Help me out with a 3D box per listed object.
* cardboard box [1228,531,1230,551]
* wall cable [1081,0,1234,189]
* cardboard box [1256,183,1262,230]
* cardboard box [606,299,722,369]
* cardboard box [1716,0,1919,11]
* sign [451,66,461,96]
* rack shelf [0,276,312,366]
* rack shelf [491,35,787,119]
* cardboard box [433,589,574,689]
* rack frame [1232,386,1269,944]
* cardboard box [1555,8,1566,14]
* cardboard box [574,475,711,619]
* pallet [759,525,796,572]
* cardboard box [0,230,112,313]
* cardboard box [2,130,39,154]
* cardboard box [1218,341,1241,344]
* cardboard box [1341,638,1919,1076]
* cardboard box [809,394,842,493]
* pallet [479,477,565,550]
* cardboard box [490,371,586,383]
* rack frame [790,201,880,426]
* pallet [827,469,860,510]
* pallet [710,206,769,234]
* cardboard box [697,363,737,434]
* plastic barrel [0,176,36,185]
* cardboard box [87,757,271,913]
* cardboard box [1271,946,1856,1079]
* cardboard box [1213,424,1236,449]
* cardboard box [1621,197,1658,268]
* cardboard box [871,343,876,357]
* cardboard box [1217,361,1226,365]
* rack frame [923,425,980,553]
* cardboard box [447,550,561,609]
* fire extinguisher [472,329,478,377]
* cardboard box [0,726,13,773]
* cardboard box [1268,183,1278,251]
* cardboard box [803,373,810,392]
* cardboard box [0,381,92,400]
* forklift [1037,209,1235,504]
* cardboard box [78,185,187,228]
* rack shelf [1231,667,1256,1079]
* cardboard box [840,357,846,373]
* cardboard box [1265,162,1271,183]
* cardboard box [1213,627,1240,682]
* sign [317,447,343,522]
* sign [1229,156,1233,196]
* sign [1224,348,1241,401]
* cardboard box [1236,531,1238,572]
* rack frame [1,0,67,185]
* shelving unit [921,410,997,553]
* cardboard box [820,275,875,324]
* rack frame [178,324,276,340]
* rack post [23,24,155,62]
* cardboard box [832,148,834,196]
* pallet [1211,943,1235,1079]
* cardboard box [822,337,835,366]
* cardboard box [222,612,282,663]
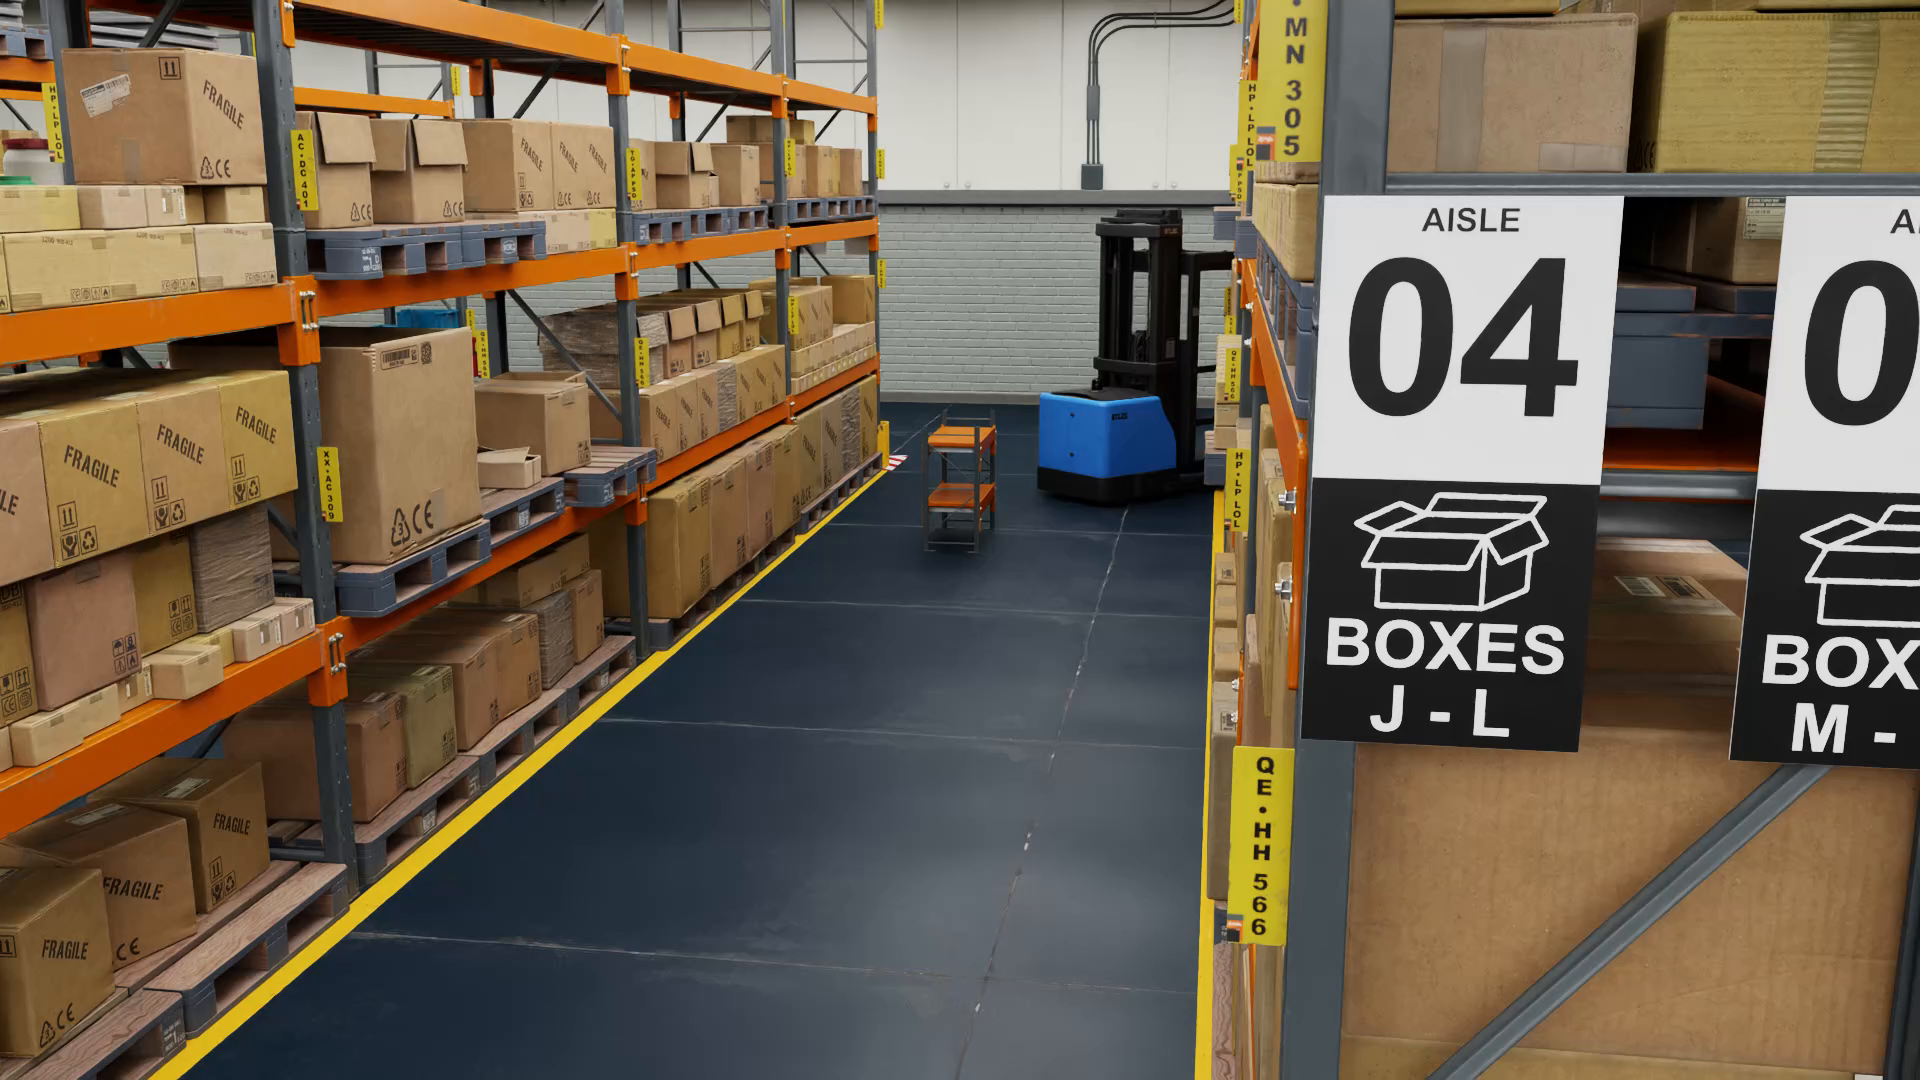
[{"bbox_3d":[2.149,-0.090,11.704,0.500,0.250,0.500,2,12,9],"label":"cardboard box"},{"bbox_3d":[2.856,-7.901,22.918,2.277,5.999,0.120,2,12,9],"label":"wall cable"},{"bbox_3d":[1.113,-1.026,5.132,0.380,0.149,0.250,2,12,8],"label":"cardboard box"},{"bbox_3d":[-2.321,-1.632,13.083,0.797,0.503,0.637,2,12,10],"label":"cardboard box"},{"bbox_3d":[1.372,-0.865,2.493,0.380,0.149,0.250,2,12,9],"label":"cardboard box"},{"bbox_3d":[-5.767,-5.252,19.024,0.100,0.325,0.005,2,12,9],"label":"sign"},{"bbox_3d":[-3.572,-0.531,5.182,1.077,0.370,4.000,2,12,9],"label":"rack shelf"},{"bbox_3d":[-2.342,-3.467,12.635,1.077,0.370,4.000,2,12,9],"label":"rack shelf"},{"bbox_3d":[-2.805,0.597,10.247,0.700,0.500,0.500,1,12,4],"label":"cardboard box"},{"bbox_3d":[1.621,0.349,6.510,1.000,3.000,0.127,2,12,9],"label":"rack frame"},{"bbox_3d":[1.607,-1.183,3.968,0.380,0.149,0.250,2,12,9],"label":"cardboard box"},{"bbox_3d":[-2.523,0.025,12.061,1.225,0.875,0.875,1,12,6],"label":"cardboard box"},{"bbox_3d":[-2.078,0.028,14.618,1.003,0.211,1.213,2,12,9],"label":"pallet"},{"bbox_3d":[-3.240,-0.908,5.578,0.500,0.250,0.500,2,12,8],"label":"cardboard box"},{"bbox_3d":[-11.270,-4.549,19.507,0.700,0.500,0.500,2,12,9],"label":"cardboard box"},{"bbox_3d":[2.257,-1.511,13.329,0.380,0.149,0.250,2,12,9],"label":"cardboard box"},{"bbox_3d":[1.101,0.505,2.870,0.875,0.550,0.550,2,12,9],"label":"cardboard box"},{"bbox_3d":[-1.715,-0.987,16.756,0.875,0.875,0.875,2,12,9],"label":"cardboard box"},{"bbox_3d":[-2.913,-0.158,9.319,1.003,0.211,1.213,2,12,9],"label":"pallet"},{"bbox_3d":[-2.693,-0.806,10.635,0.500,0.500,0.500,0,12,2],"label":"cardboard box"},{"bbox_3d":[-1.419,-2.331,18.945,1.000,3.000,0.127,2,12,9],"label":"rack frame"},{"bbox_3d":[-1.655,-0.545,17.280,1.003,0.211,1.213,2,12,9],"label":"pallet"},{"bbox_3d":[-2.126,-2.678,13.892,0.805,0.209,1.217,1,12,6],"label":"pallet"},{"bbox_3d":[-2.074,-1.125,13.112,0.500,0.500,0.500,2,12,9],"label":"cardboard box"},{"bbox_3d":[-7.153,-2.635,12.607,0.294,0.245,0.294,0,12,0],"label":"plastic barrel"},{"bbox_3d":[-3.366,1.266,7.193,0.500,0.500,0.500,1,12,7],"label":"cardboard box"},{"bbox_3d":[1.018,1.030,2.996,0.875,0.550,0.550,2,12,9],"label":"cardboard box"},{"bbox_3d":[1.858,-0.684,10.902,0.380,0.149,0.250,2,12,10],"label":"cardboard box"},{"bbox_3d":[1.453,-0.582,3.074,0.380,0.149,0.250,2,12,9],"label":"cardboard box"},{"bbox_3d":[-1.148,-2.123,18.578,0.380,0.149,0.250,2,12,10],"label":"cardboard box"},{"bbox_3d":[2.020,-1.186,11.822,0.380,0.149,0.250,2,12,9],"label":"cardboard box"},{"bbox_3d":[-0.077,-0.445,14.647,0.500,1.125,0.032,2,12,9],"label":"rack frame"},{"bbox_3d":[-2.794,0.226,10.190,0.500,0.250,0.500,3,13,15],"label":"cardboard box"},{"bbox_3d":[-5.841,-2.288,19.814,0.296,0.674,0.183,2,12,9],"label":"fire extinguisher"},{"bbox_3d":[-3.366,0.706,5.452,0.380,0.149,0.250,2,12,9],"label":"cardboard box"},{"bbox_3d":[0.879,-0.708,3.658,0.380,0.149,0.250,2,12,8],"label":"cardboard box"},{"bbox_3d":[-1.620,-1.481,15.597,0.380,0.149,0.250,1,12,7],"label":"cardboard box"},{"bbox_3d":[-3.660,-0.326,6.327,0.500,0.500,0.500,2,12,9],"label":"cardboard box"},{"bbox_3d":[2.272,-2.025,17.688,3.031,2.935,1.130,-10,16,-38],"label":"forklift"},{"bbox_3d":[-3.113,-1.236,6.155,0.380,0.149,0.250,1,12,6],"label":"cardboard box"},{"bbox_3d":[1.313,1.117,4.654,1.077,0.370,4.000,2,12,9],"label":"rack shelf"},{"bbox_3d":[-1.384,-1.805,17.101,0.380,0.149,0.250,2,12,10],"label":"cardboard box"},{"bbox_3d":[1.039,-1.035,4.230,0.500,0.250,0.500,2,12,9],"label":"cardboard box"},{"bbox_3d":[1.780,0.911,8.248,1.050,0.750,0.750,2,12,9],"label":"cardboard box"},{"bbox_3d":[-2.727,-0.240,7.188,0.100,0.325,0.005,2,12,9],"label":"sign"},{"bbox_3d":[2.314,-3.051,13.942,0.100,0.325,0.005,2,12,9],"label":"sign"},{"bbox_3d":[1.698,-1.027,10.333,0.100,0.325,0.005,2,12,9],"label":"sign"},{"bbox_3d":[1.592,-0.028,8.020,0.500,0.500,0.500,2,12,9],"label":"cardboard box"},{"bbox_3d":[-11.207,-5.585,19.806,1.000,3.000,0.127,2,12,9],"label":"rack frame"},{"bbox_3d":[0.001,-0.551,15.138,0.538,1.125,1.048,2,12,9],"label":"shelving unit"},{"bbox_3d":[-1.234,-2.659,18.340,0.500,0.500,0.500,2,12,9],"label":"cardboard box"},{"bbox_3d":[-6.928,-1.659,15.826,1.000,3.000,0.127,2,12,9],"label":"rack frame"},{"bbox_3d":[-7.114,-3.921,13.272,0.937,0.300,0.954,3,13,15],"label":"rack post"},{"bbox_3d":[-1.683,-3.768,17.021,0.700,0.500,0.500,1,12,5],"label":"cardboard box"},{"bbox_3d":[1.427,1.868,6.081,1.003,0.211,1.213,2,12,9],"label":"pallet"},{"bbox_3d":[-1.548,-1.871,16.461,0.500,0.250,0.500,2,12,10],"label":"cardboard box"},{"bbox_3d":[-3.055,0.396,6.888,0.380,0.149,0.250,2,12,9],"label":"cardboard box"}]
